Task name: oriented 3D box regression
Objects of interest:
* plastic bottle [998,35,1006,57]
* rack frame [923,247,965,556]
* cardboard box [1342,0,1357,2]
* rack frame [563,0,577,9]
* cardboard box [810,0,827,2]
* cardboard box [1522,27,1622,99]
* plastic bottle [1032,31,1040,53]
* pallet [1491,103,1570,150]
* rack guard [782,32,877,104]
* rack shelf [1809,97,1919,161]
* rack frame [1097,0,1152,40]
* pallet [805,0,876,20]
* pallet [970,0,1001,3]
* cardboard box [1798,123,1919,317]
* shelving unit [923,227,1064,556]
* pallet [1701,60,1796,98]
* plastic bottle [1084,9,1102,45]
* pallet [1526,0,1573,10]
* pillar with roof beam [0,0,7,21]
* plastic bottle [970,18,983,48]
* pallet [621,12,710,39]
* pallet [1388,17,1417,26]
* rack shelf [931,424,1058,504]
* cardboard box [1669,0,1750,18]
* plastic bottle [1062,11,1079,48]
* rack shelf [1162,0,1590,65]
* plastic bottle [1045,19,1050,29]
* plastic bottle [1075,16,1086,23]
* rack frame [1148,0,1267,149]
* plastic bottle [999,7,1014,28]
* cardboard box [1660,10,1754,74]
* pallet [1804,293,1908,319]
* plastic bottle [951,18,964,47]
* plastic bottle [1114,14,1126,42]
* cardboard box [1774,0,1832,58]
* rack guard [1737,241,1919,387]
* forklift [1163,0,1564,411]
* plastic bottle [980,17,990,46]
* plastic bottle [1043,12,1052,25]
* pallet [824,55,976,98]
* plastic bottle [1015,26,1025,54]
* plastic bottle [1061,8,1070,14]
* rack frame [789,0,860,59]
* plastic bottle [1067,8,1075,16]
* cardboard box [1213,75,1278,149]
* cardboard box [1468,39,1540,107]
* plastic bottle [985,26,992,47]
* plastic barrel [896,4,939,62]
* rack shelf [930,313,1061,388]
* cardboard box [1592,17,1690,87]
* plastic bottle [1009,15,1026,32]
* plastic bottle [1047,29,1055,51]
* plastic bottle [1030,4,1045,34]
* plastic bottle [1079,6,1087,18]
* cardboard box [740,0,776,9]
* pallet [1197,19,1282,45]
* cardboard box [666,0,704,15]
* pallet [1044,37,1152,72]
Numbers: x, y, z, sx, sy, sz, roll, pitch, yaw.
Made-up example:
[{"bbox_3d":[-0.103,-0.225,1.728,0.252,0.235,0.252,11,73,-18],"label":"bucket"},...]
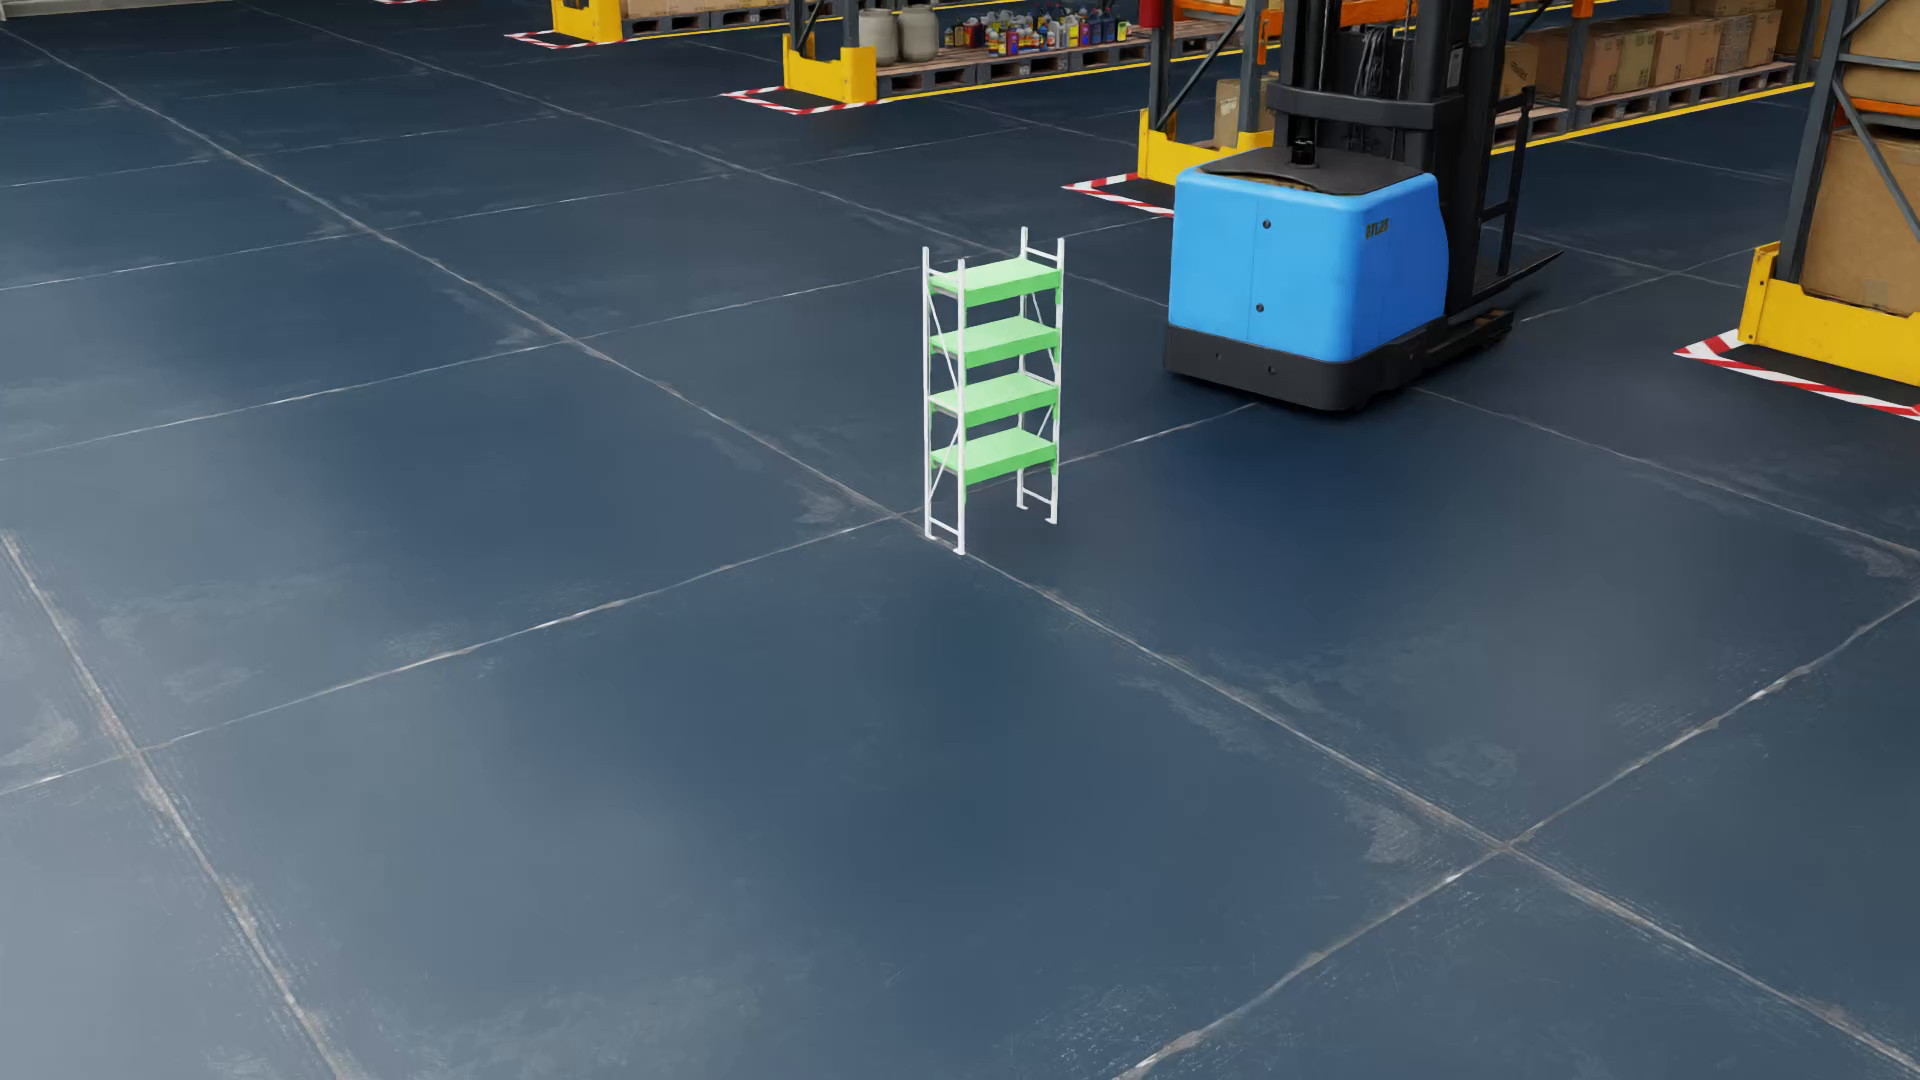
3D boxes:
[{"bbox_3d":[0.416,-4.954,16.663,0.097,0.201,0.097,0,25,0],"label":"plastic bottle"},{"bbox_3d":[-0.062,-0.524,6.453,0.015,1.200,0.240,-18,31,-34],"label":"rack frame"},{"bbox_3d":[2.742,-4.060,12.233,0.250,0.149,0.380,-18,31,-34],"label":"cardboard box"},{"bbox_3d":[-4.338,-7.271,18.854,0.127,3.000,1.000,-18,31,-34],"label":"rack frame"},{"bbox_3d":[-1.820,-6.934,20.895,0.500,0.250,0.500,-18,31,-34],"label":"cardboard box"},{"bbox_3d":[5.416,-4.246,14.782,0.500,0.500,0.700,-21,32,-38],"label":"cardboard box"},{"bbox_3d":[0.761,-5.068,16.908,0.097,0.201,0.097,0,25,0],"label":"plastic bottle"},{"bbox_3d":[4.413,-3.577,14.206,1.213,0.211,1.003,-18,31,-34],"label":"pallet"},{"bbox_3d":[-1.254,-4.531,15.919,0.348,0.500,1.175,-18,31,-34],"label":"rack guard"},{"bbox_3d":[6.327,-2.512,9.455,4.000,0.370,1.077,-18,31,-34],"label":"rack shelf"},{"bbox_3d":[1.863,-6.668,17.555,0.127,3.000,1.000,-18,31,-34],"label":"rack frame"},{"bbox_3d":[-1.842,-6.853,21.265,1.213,0.211,1.003,-18,31,-34],"label":"pallet"},{"bbox_3d":[0.326,-7.568,22.807,1.213,0.211,1.003,-18,31,-34],"label":"pallet"},{"bbox_3d":[5.246,-1.744,8.970,0.875,0.875,0.875,-18,30,-34],"label":"cardboard box"},{"bbox_3d":[0.130,-0.587,6.590,0.503,1.200,0.258,-18,31,-34],"label":"shelving unit"},{"bbox_3d":[7.451,-4.599,16.409,1.213,0.211,1.003,-18,31,-34],"label":"pallet"},{"bbox_3d":[1.383,-5.354,17.347,0.185,0.351,0.144,-20,32,-37],"label":"plastic bottle"},{"bbox_3d":[7.526,-7.295,22.218,1.213,0.211,1.003,-18,31,-34],"label":"pallet"},{"bbox_3d":[-9.446,-9.116,15.703,0.400,9.000,9.100,-18,31,-34],"label":"pillar with roof beam"},{"bbox_3d":[0.172,-5.240,17.182,0.133,0.283,0.061,-18,31,-34],"label":"plastic bottle"},{"bbox_3d":[-3.762,-6.219,19.899,1.213,0.211,1.003,-18,31,-34],"label":"pallet"},{"bbox_3d":[5.605,-6.661,20.852,1.213,0.211,1.003,-18,31,-34],"label":"pallet"},{"bbox_3d":[0.130,-0.312,6.718,0.480,0.148,0.258,-18,31,-34],"label":"rack shelf"},{"bbox_3d":[7.147,-5.147,15.834,0.500,0.250,0.500,-14,29,-28],"label":"cardboard box"},{"bbox_3d":[1.129,-5.270,17.166,0.185,0.351,0.144,-18,31,-34],"label":"plastic bottle"},{"bbox_3d":[3.346,-4.182,13.052,4.000,0.370,1.077,-18,31,-34],"label":"rack shelf"},{"bbox_3d":[0.933,-5.233,17.167,0.133,0.283,0.061,-18,31,-34],"label":"plastic bottle"},{"bbox_3d":[1.272,-5.362,17.454,0.135,0.276,0.152,-18,31,-34],"label":"plastic bottle"},{"bbox_3d":[1.772,-3.989,11.781,0.127,3.000,1.000,-18,31,-34],"label":"rack frame"},{"bbox_3d":[0.489,-5.435,17.521,0.185,0.351,0.144,-19,31,-34],"label":"plastic bottle"},{"bbox_3d":[7.124,-4.803,15.983,0.500,0.500,0.700,-21,32,-38],"label":"cardboard box"},{"bbox_3d":[5.334,-1.288,9.274,1.213,0.211,1.003,-18,31,-34],"label":"pallet"},{"bbox_3d":[-0.029,-5.255,17.215,0.133,0.283,0.061,-17,30,-33],"label":"plastic bottle"},{"bbox_3d":[1.688,-5.402,17.530,0.133,0.283,0.061,-17,30,-32],"label":"plastic bottle"},{"bbox_3d":[8.623,-5.466,16.989,0.875,0.875,1.225,-20,32,-36],"label":"cardboard box"},{"bbox_3d":[4.734,-1.179,8.697,0.348,0.500,1.175,-18,31,-34],"label":"rack guard"},{"bbox_3d":[2.380,-2.484,8.620,1.130,2.935,3.031,20,32,36],"label":"forklift"},{"bbox_3d":[0.215,-5.308,17.337,0.135,0.276,0.152,-19,31,-35],"label":"plastic bottle"},{"bbox_3d":[0.932,-5.480,17.714,0.097,0.271,0.097,0,25,0],"label":"plastic bottle"},{"bbox_3d":[-0.611,-4.609,16.430,1.213,0.211,1.003,-18,31,-34],"label":"pallet"},{"bbox_3d":[0.604,-5.048,16.782,0.097,0.271,0.097,0,25,0],"label":"plastic bottle"},{"bbox_3d":[1.104,-5.602,17.970,0.135,0.276,0.152,-17,30,-32],"label":"plastic bottle"},{"bbox_3d":[-1.285,-5.629,15.316,0.127,3.000,1.000,-18,31,-34],"label":"rack frame"},{"bbox_3d":[1.171,-5.570,17.893,0.133,0.283,0.061,-18,31,-34],"label":"plastic bottle"},{"bbox_3d":[2.273,-3.202,12.556,0.500,0.500,0.500,-12,28,-25],"label":"cardboard box"},{"bbox_3d":[4.580,-3.994,14.262,0.500,0.500,0.500,-19,31,-36],"label":"cardboard box"},{"bbox_3d":[0.306,-5.238,17.274,0.097,0.201,0.097,0,25,0],"label":"plastic bottle"},{"bbox_3d":[-0.419,-5.018,16.455,0.421,0.512,0.421,0,25,0],"label":"plastic barrel"},{"bbox_3d":[0.130,-0.747,6.516,0.480,0.148,0.258,-18,31,-34],"label":"rack shelf"},{"bbox_3d":[6.243,-4.509,15.349,0.500,0.500,0.700,-21,32,-38],"label":"cardboard box"},{"bbox_3d":[0.600,-5.358,17.445,0.135,0.276,0.152,-18,31,-34],"label":"plastic bottle"},{"bbox_3d":[0.923,-5.121,17.023,0.097,0.201,0.097,0,25,0],"label":"plastic bottle"},{"bbox_3d":[0.823,-5.545,17.759,0.185,0.351,0.144,-20,31,-36],"label":"plastic bottle"},{"bbox_3d":[1.342,-5.693,18.171,0.097,0.271,0.097,0,25,0],"label":"plastic bottle"},{"bbox_3d":[-2.597,-6.669,20.324,0.500,0.250,0.500,-18,31,-34],"label":"cardboard box"},{"bbox_3d":[3.418,-5.939,19.296,1.213,0.211,1.003,-18,31,-34],"label":"pallet"},{"bbox_3d":[-3.388,-6.411,19.768,0.500,0.250,0.500,-18,31,-34],"label":"cardboard box"},{"bbox_3d":[1.309,-5.243,17.796,1.213,0.211,1.003,-18,31,-34],"label":"pallet"}]
